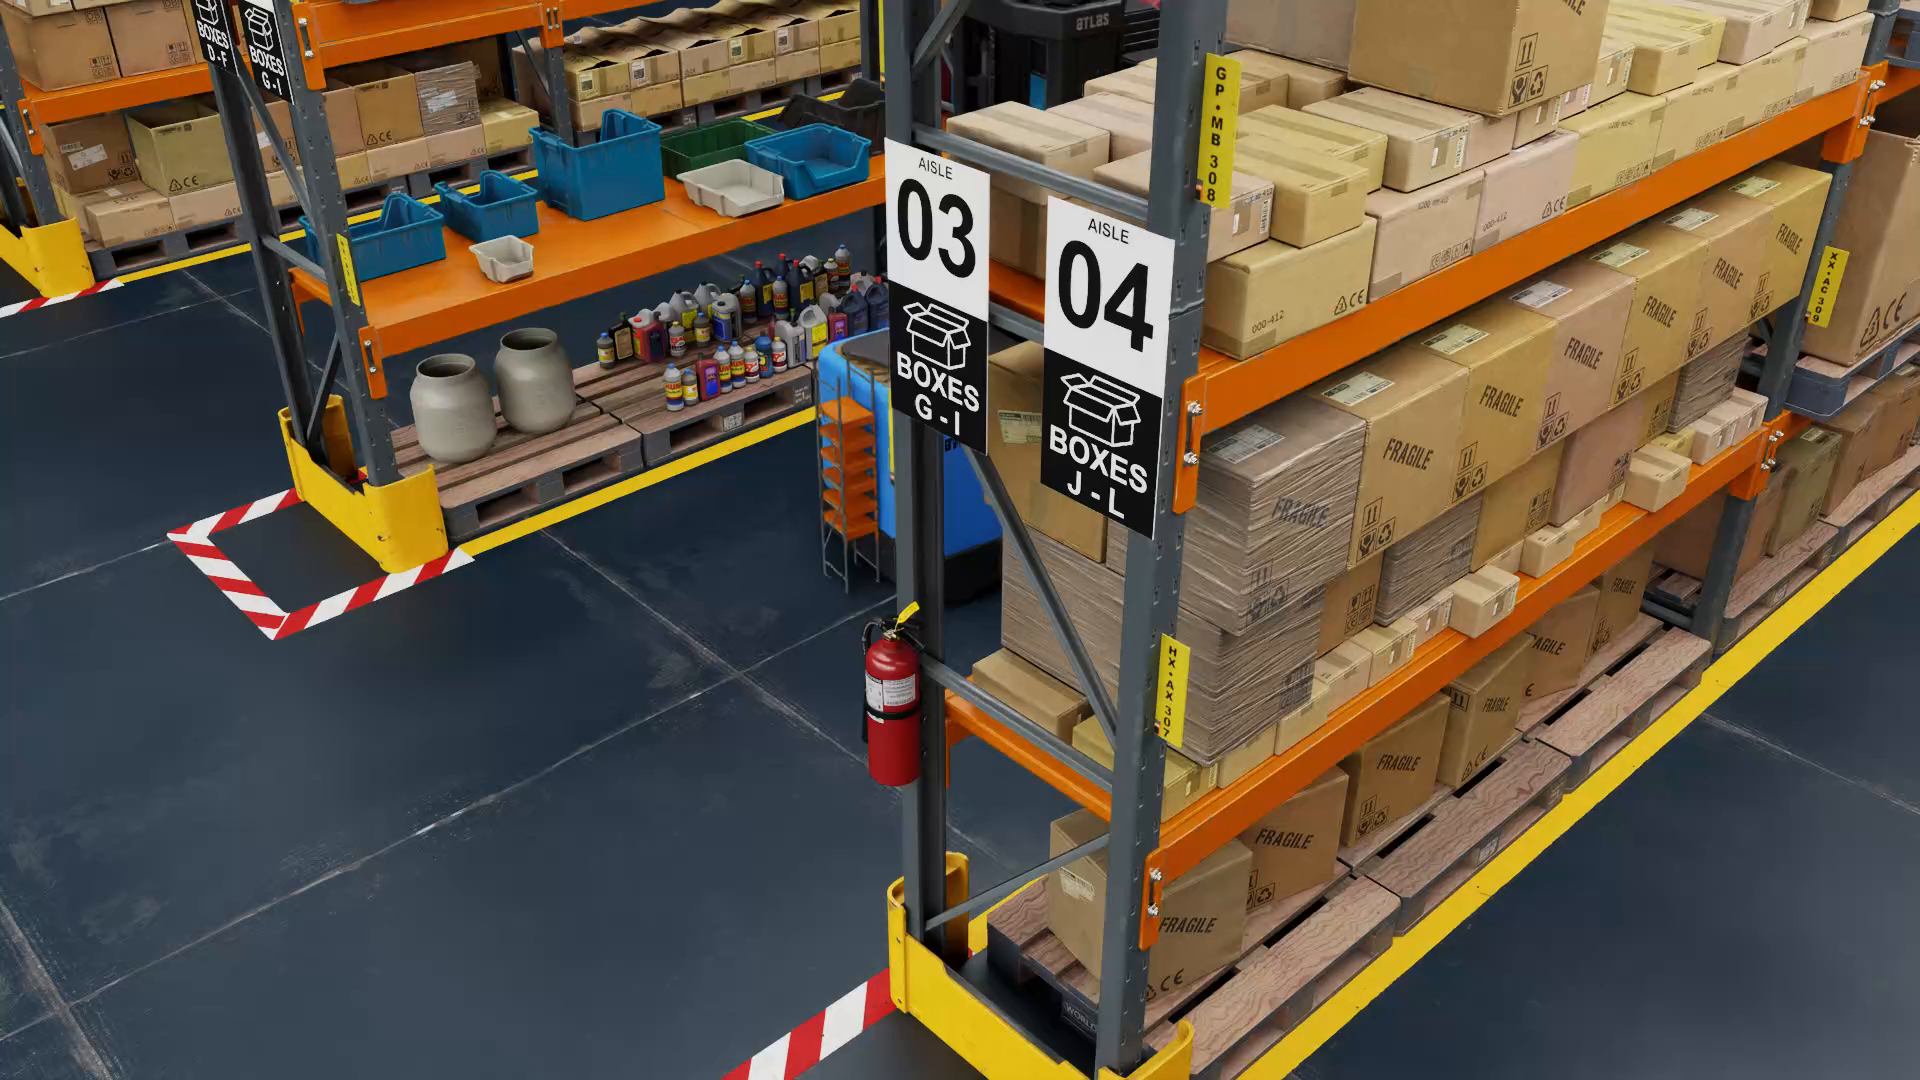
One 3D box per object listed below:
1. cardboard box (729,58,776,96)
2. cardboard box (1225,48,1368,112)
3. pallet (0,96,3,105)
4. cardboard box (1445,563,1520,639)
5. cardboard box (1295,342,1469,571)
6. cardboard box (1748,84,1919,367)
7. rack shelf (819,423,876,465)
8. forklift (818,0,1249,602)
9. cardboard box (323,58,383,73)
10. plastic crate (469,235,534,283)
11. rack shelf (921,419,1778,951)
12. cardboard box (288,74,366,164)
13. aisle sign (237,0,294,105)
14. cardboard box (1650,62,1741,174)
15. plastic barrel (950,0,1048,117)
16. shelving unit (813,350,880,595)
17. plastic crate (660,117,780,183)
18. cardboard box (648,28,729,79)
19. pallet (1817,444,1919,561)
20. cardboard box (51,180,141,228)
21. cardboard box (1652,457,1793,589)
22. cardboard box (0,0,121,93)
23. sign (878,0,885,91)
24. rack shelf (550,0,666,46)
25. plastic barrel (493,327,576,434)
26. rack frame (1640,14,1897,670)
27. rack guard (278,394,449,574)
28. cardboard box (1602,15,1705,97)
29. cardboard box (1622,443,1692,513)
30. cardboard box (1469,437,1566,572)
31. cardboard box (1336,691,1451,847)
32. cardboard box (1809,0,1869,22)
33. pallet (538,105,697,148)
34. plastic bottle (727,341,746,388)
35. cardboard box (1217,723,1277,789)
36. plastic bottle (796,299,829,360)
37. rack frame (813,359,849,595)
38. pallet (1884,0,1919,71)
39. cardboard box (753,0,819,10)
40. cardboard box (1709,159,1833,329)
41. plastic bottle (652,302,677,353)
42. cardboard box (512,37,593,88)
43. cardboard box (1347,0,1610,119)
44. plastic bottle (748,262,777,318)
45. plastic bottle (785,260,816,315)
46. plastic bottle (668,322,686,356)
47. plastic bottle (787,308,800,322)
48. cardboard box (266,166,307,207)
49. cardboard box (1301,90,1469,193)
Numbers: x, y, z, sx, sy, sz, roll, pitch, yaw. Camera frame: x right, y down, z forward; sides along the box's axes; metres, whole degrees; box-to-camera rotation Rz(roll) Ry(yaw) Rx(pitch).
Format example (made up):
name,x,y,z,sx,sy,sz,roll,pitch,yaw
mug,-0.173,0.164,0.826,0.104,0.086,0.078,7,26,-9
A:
name,x,y,z,sx,sy,sz,roll,pitch,yaw
cardboard box,-2.020,-4.249,15.056,0.500,0.250,0.500,-25,39,-35
cardboard box,1.010,-1.367,4.997,0.250,0.149,0.380,-25,40,-35
pallet,-9.240,-4.235,15.474,1.213,0.211,1.003,-26,40,-35
cardboard box,1.725,0.163,5.848,0.250,0.149,0.380,-26,40,-35
cardboard box,1.148,-0.301,5.027,0.500,0.500,0.500,-26,40,-35
cardboard box,3.799,-1.521,7.385,1.000,1.000,1.000,-26,40,-35
rack shelf,-0.549,-0.482,8.013,0.180,0.103,0.258,-20,37,-29
forklift,0.781,-1.530,8.443,3.031,2.935,1.130,-20,37,-29
cardboard box,-4.898,-3.575,13.236,0.500,0.500,0.500,-26,40,-35
plastic crate,-2.305,-1.415,8.442,0.250,0.136,0.298,-26,40,-35
rack shelf,1.654,0.159,6.305,4.000,0.370,1.077,-26,40,-35
cardboard box,-4.899,-3.192,12.609,0.500,0.500,0.500,-26,40,-35
aisle sign,-3.033,-2.305,7.152,0.004,0.787,0.394,-26,40,-35
cardboard box,2.204,-1.448,5.511,0.500,0.250,0.500,-26,40,-36
plastic barrel,0.243,-2.987,10.280,0.708,0.901,0.600,-26,40,-35
shelving unit,-0.549,-0.315,8.115,0.189,1.200,0.258,-20,37,-29
plastic crate,-1.434,-2.288,9.820,0.662,0.188,0.450,-26,40,-35
cardboard box,-2.390,-4.305,14.610,0.500,0.311,0.500,-27,41,-37
pallet,4.586,-0.380,9.169,1.213,0.211,1.003,-26,40,-35
cardboard box,-6.353,-2.539,12.260,0.500,0.250,0.500,-26,40,-35
cardboard box,3.586,-0.189,8.157,0.700,0.500,0.500,26,40,35
cardboard box,-6.194,-3.433,11.393,0.500,0.500,0.700,-26,40,-35
sign,-0.175,-1.316,4.302,0.005,0.325,0.100,-26,40,-35
rack shelf,-2.145,-5.051,14.825,4.000,0.370,1.077,-26,40,-35
plastic barrel,-2.382,-0.892,9.315,0.421,0.512,0.421,0,31,0
rack frame,3.121,-0.858,7.277,0.127,3.000,1.000,-26,40,-35
rack guard,-3.156,-0.312,8.781,0.348,0.500,1.175,-26,40,-35
cardboard box,2.116,-1.548,5.293,0.250,0.149,0.380,-24,39,-33
cardboard box,2.642,-0.280,6.573,0.250,0.149,0.380,-26,40,-35
cardboard box,1.665,-0.350,6.066,0.500,0.500,0.875,-26,40,-35
cardboard box,1.544,0.793,6.571,0.500,0.500,0.500,-22,38,-31
cardboard box,3.079,-2.018,6.061,0.250,0.149,0.380,-24,39,-34
pallet,-3.098,-3.735,14.656,1.213,0.211,1.003,-26,40,-35
plastic bottle,-1.314,-1.038,9.766,0.097,0.271,0.097,0,31,0
cardboard box,0.755,0.577,5.172,0.250,0.149,0.380,-26,40,-35
plastic bottle,-0.901,-1.289,10.100,0.185,0.351,0.144,-26,40,-36
rack frame,-0.625,-0.288,8.070,0.006,1.200,0.240,-20,37,-29
pallet,3.646,-2.236,6.835,1.003,0.211,1.213,-26,40,-35
cardboard box,-1.642,-5.050,15.829,0.500,0.311,0.500,-27,40,-37
cardboard box,2.978,-1.189,6.480,0.500,0.500,0.500,-26,40,-35
plastic bottle,-1.826,-1.307,10.201,0.135,0.276,0.152,-27,41,-37
cardboard box,-3.510,-4.147,14.353,0.500,0.311,0.500,-26,40,-35
cardboard box,1.460,-1.525,4.633,0.500,0.500,0.500,-26,40,-36
plastic bottle,-1.259,-1.615,10.634,0.144,0.351,0.185,27,41,37
plastic bottle,-1.023,-1.627,10.653,0.185,0.351,0.144,-26,40,-35
plastic bottle,-1.728,-1.234,10.153,0.097,0.201,0.097,0,31,0
plastic bottle,-0.989,-1.290,10.166,0.133,0.283,0.061,-26,40,-35
cardboard box,-5.269,-2.697,12.518,0.500,0.250,0.500,-26,40,-35
cardboard box,1.152,-1.095,4.552,0.250,0.149,0.380,-24,39,-34
